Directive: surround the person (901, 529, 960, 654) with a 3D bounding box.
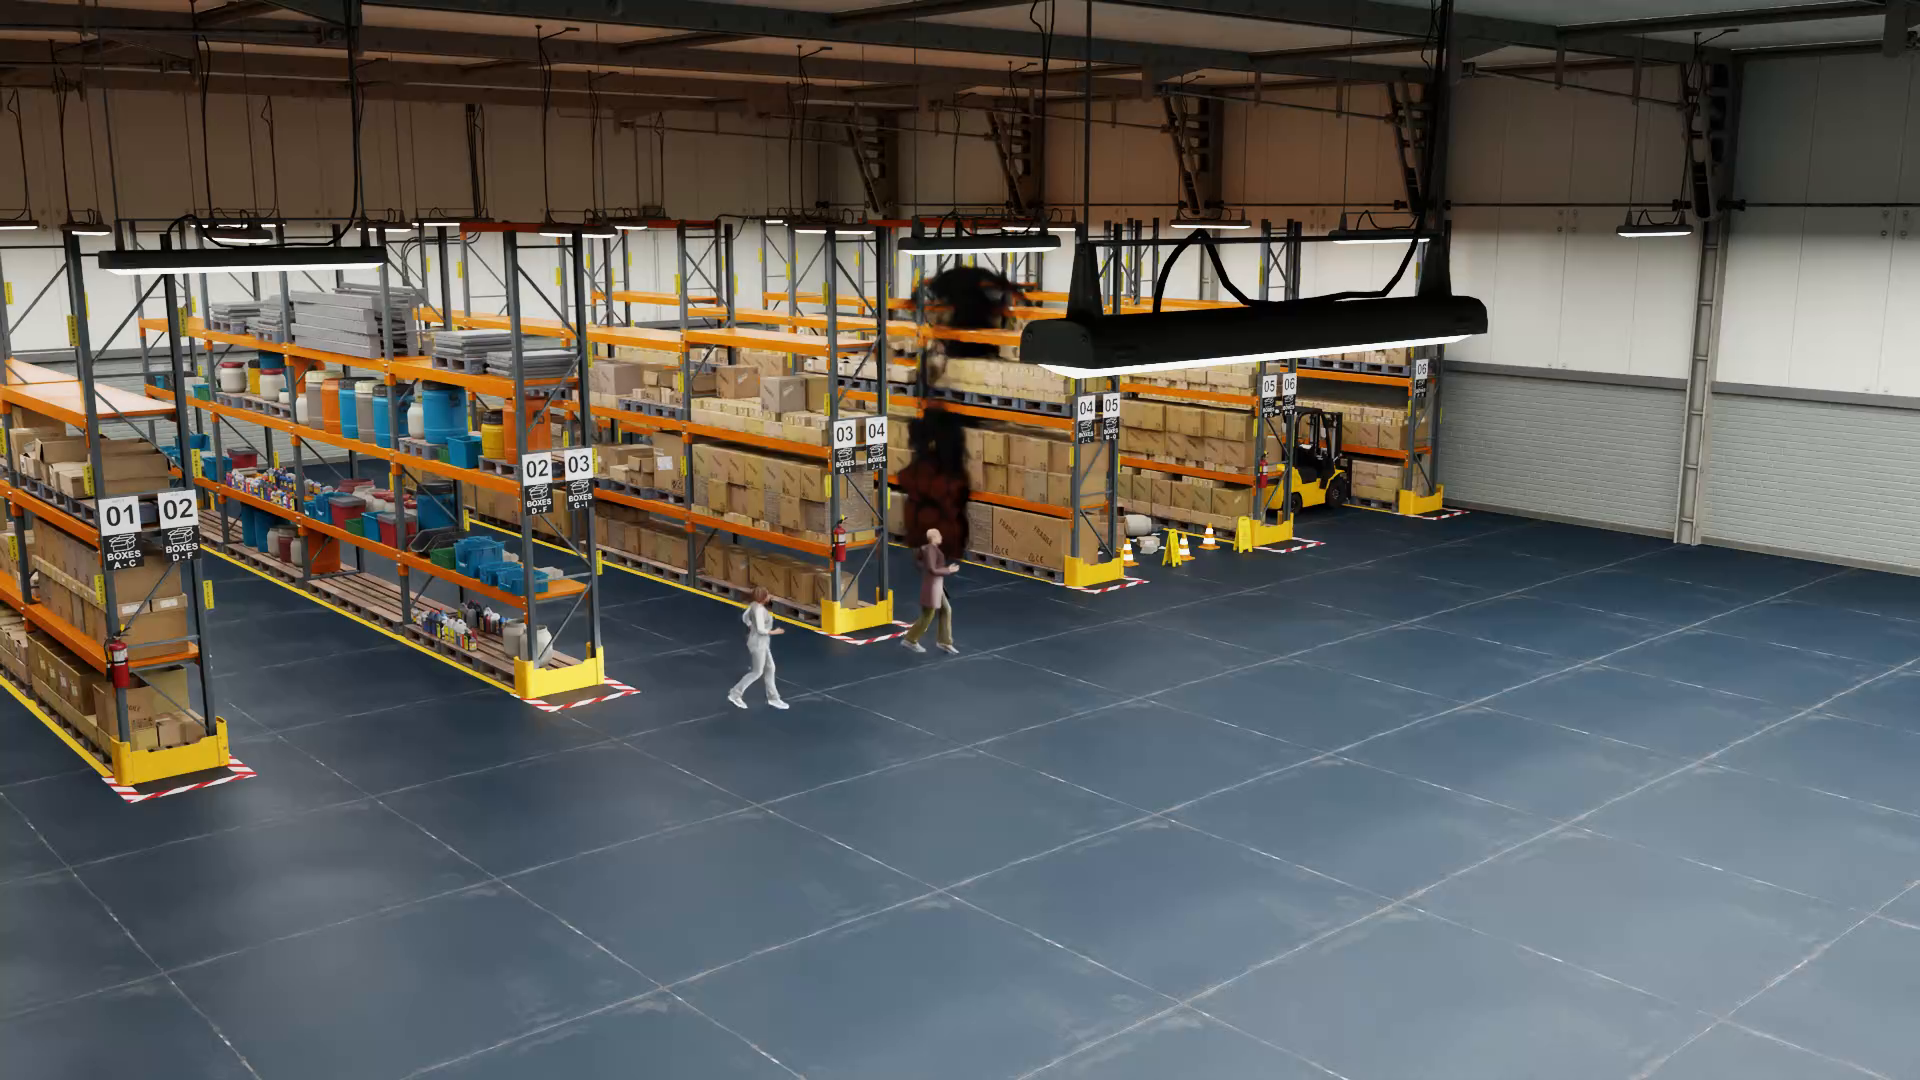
[{"bbox_3d":[-0.427,0.747,23.746,0.847,1.839,0.702,0,11,0],"label":"person"}]

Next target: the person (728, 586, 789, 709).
[{"bbox_3d":[-2.566,1.373,21.020,0.777,1.624,0.561,-2,12,-11],"label":"person"}]

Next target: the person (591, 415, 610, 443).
[{"bbox_3d":[-8.841,-2.735,40.933,0.912,1.775,0.687,-4,12,-19],"label":"person"}]

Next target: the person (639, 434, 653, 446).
[{"bbox_3d":[-7.812,-2.929,42.085,0.590,1.700,0.736,-8,14,-34],"label":"person"}]
